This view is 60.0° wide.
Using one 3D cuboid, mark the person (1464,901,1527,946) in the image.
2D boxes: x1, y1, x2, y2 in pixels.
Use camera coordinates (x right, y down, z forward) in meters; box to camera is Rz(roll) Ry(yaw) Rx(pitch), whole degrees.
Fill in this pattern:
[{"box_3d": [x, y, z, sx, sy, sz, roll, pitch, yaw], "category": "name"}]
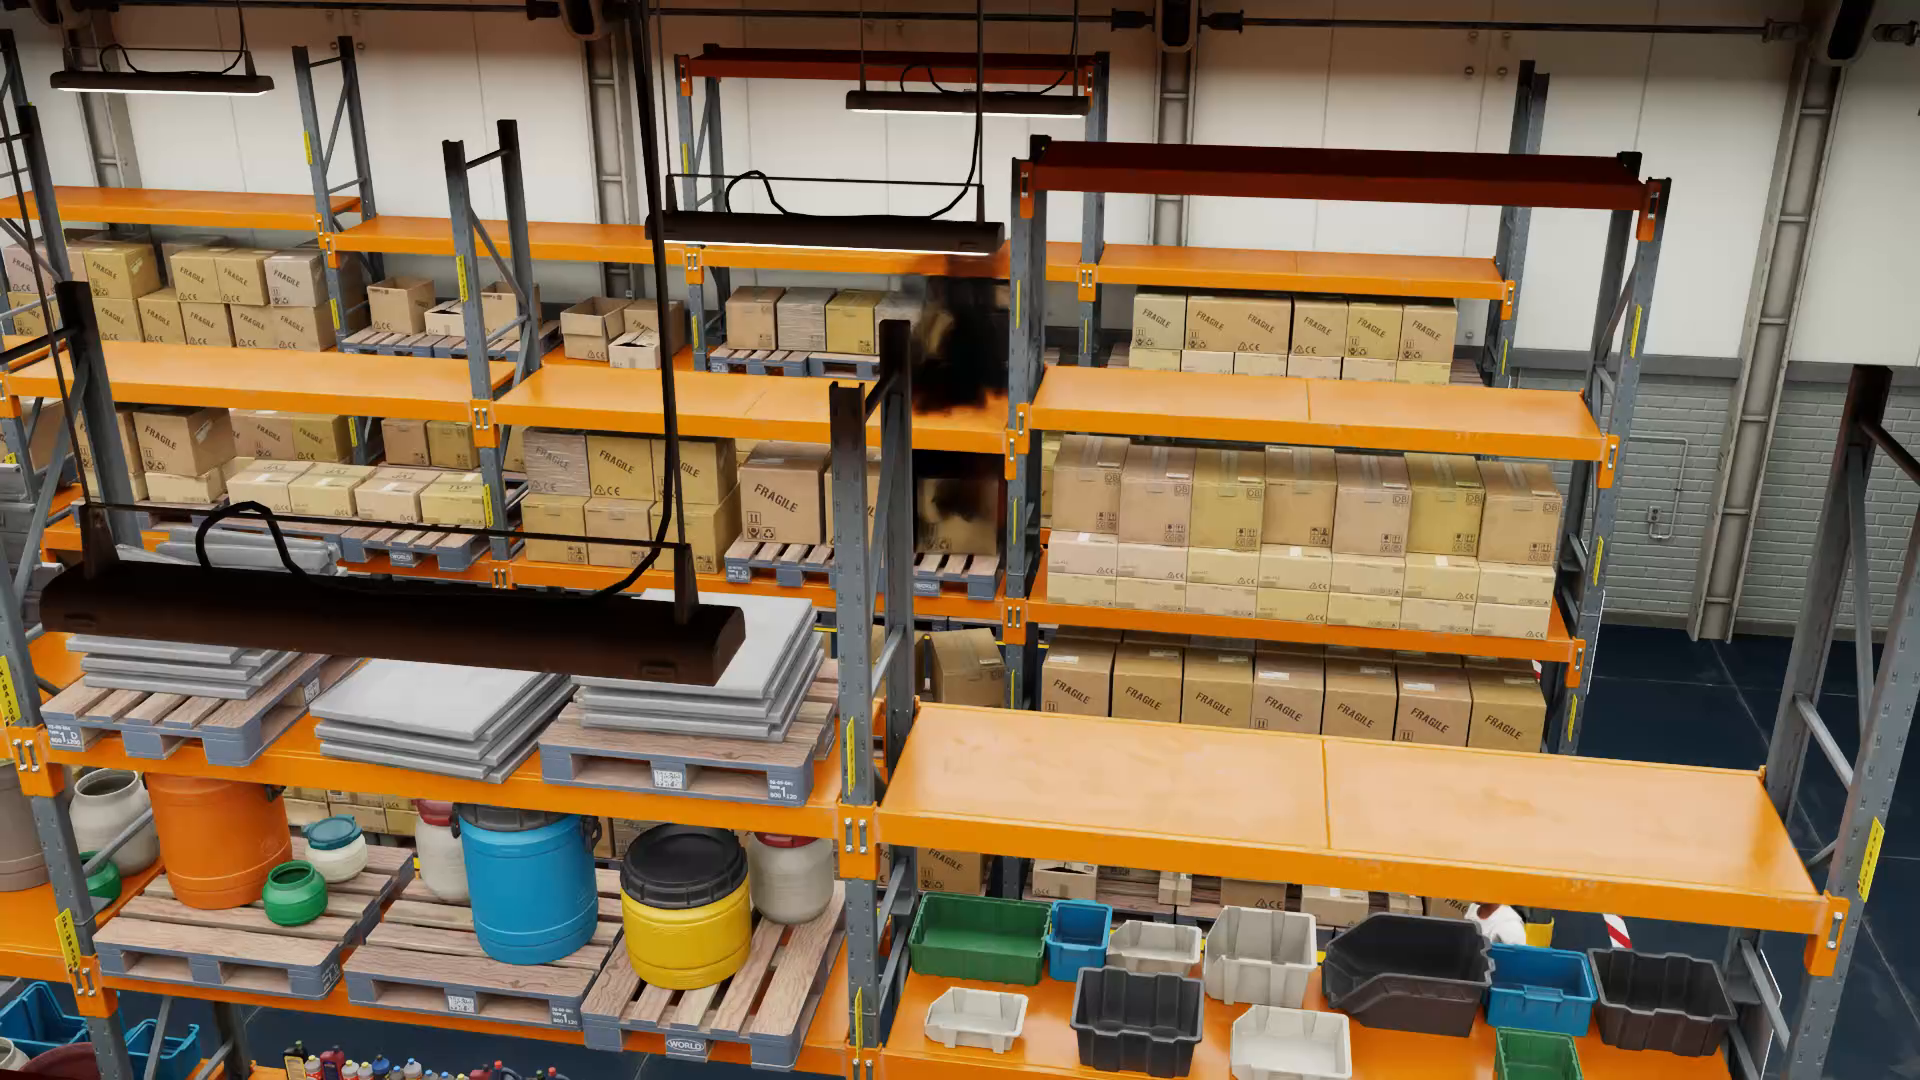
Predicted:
[{"box_3d": [3.523, 2.925, 11.136, 0.778, 1.714, 0.685, -7, 24, -15], "category": "person"}]
